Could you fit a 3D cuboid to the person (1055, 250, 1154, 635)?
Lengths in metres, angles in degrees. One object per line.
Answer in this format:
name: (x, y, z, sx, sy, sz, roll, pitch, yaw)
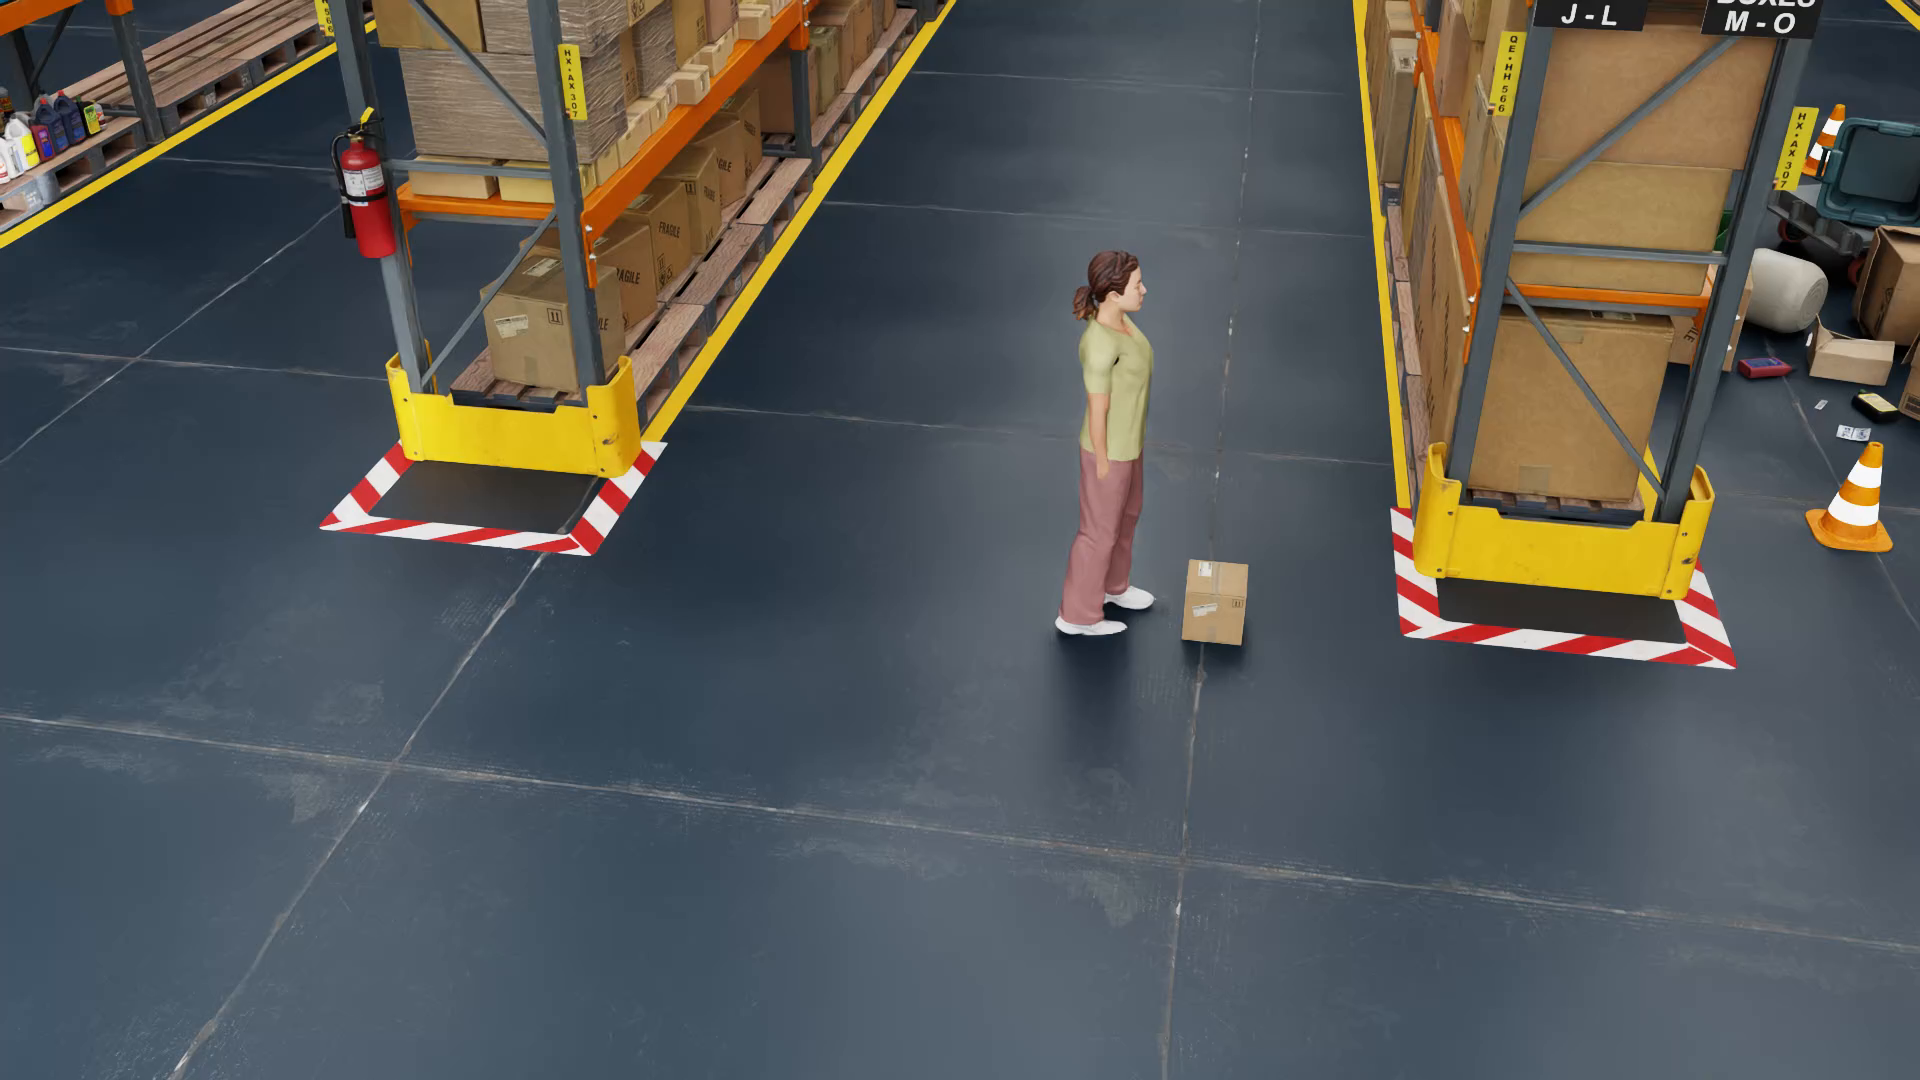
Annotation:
person: (0.626, -0.373, 6.759, 0.405, 1.698, 0.442, 6, 33, 10)
